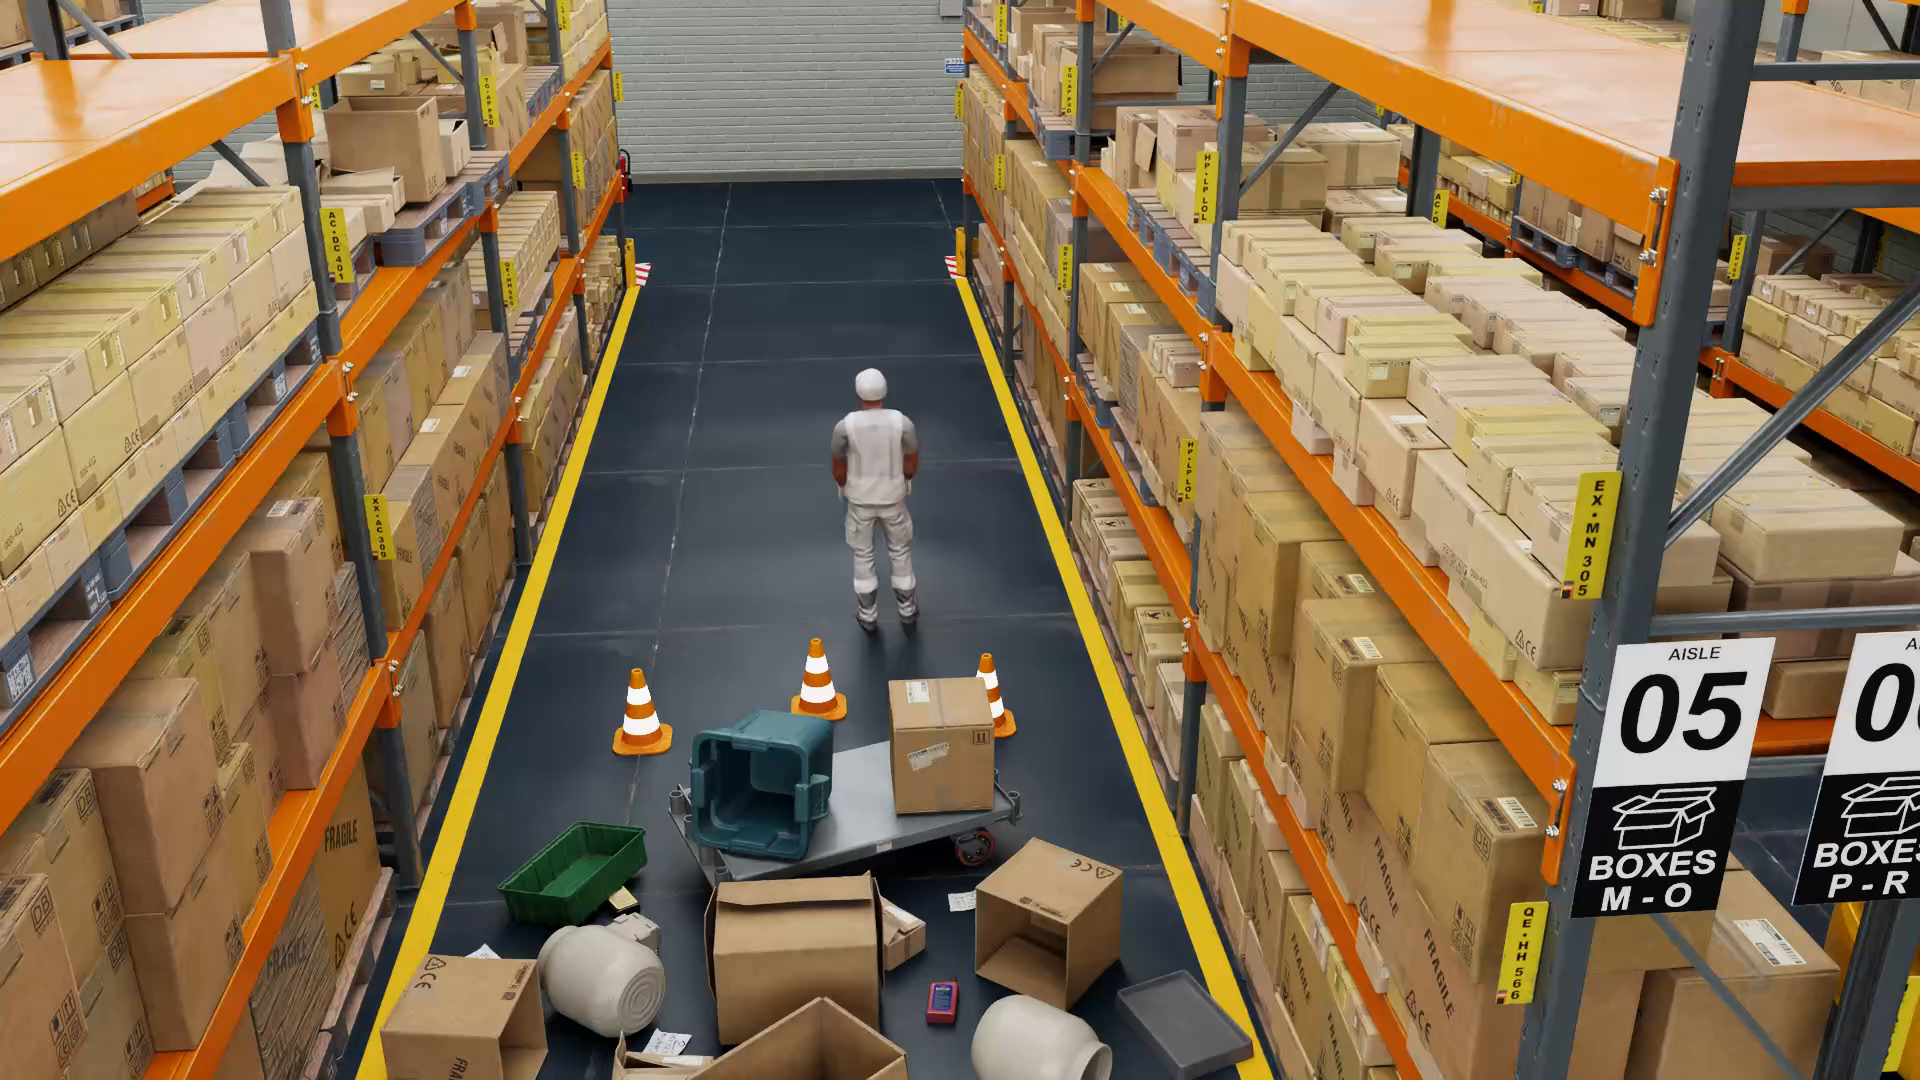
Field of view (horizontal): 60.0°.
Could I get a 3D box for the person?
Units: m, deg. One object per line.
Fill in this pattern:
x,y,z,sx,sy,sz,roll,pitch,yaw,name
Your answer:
-0.558,-0.290,10.960,0.576,1.794,0.426,-2,24,-5,person
